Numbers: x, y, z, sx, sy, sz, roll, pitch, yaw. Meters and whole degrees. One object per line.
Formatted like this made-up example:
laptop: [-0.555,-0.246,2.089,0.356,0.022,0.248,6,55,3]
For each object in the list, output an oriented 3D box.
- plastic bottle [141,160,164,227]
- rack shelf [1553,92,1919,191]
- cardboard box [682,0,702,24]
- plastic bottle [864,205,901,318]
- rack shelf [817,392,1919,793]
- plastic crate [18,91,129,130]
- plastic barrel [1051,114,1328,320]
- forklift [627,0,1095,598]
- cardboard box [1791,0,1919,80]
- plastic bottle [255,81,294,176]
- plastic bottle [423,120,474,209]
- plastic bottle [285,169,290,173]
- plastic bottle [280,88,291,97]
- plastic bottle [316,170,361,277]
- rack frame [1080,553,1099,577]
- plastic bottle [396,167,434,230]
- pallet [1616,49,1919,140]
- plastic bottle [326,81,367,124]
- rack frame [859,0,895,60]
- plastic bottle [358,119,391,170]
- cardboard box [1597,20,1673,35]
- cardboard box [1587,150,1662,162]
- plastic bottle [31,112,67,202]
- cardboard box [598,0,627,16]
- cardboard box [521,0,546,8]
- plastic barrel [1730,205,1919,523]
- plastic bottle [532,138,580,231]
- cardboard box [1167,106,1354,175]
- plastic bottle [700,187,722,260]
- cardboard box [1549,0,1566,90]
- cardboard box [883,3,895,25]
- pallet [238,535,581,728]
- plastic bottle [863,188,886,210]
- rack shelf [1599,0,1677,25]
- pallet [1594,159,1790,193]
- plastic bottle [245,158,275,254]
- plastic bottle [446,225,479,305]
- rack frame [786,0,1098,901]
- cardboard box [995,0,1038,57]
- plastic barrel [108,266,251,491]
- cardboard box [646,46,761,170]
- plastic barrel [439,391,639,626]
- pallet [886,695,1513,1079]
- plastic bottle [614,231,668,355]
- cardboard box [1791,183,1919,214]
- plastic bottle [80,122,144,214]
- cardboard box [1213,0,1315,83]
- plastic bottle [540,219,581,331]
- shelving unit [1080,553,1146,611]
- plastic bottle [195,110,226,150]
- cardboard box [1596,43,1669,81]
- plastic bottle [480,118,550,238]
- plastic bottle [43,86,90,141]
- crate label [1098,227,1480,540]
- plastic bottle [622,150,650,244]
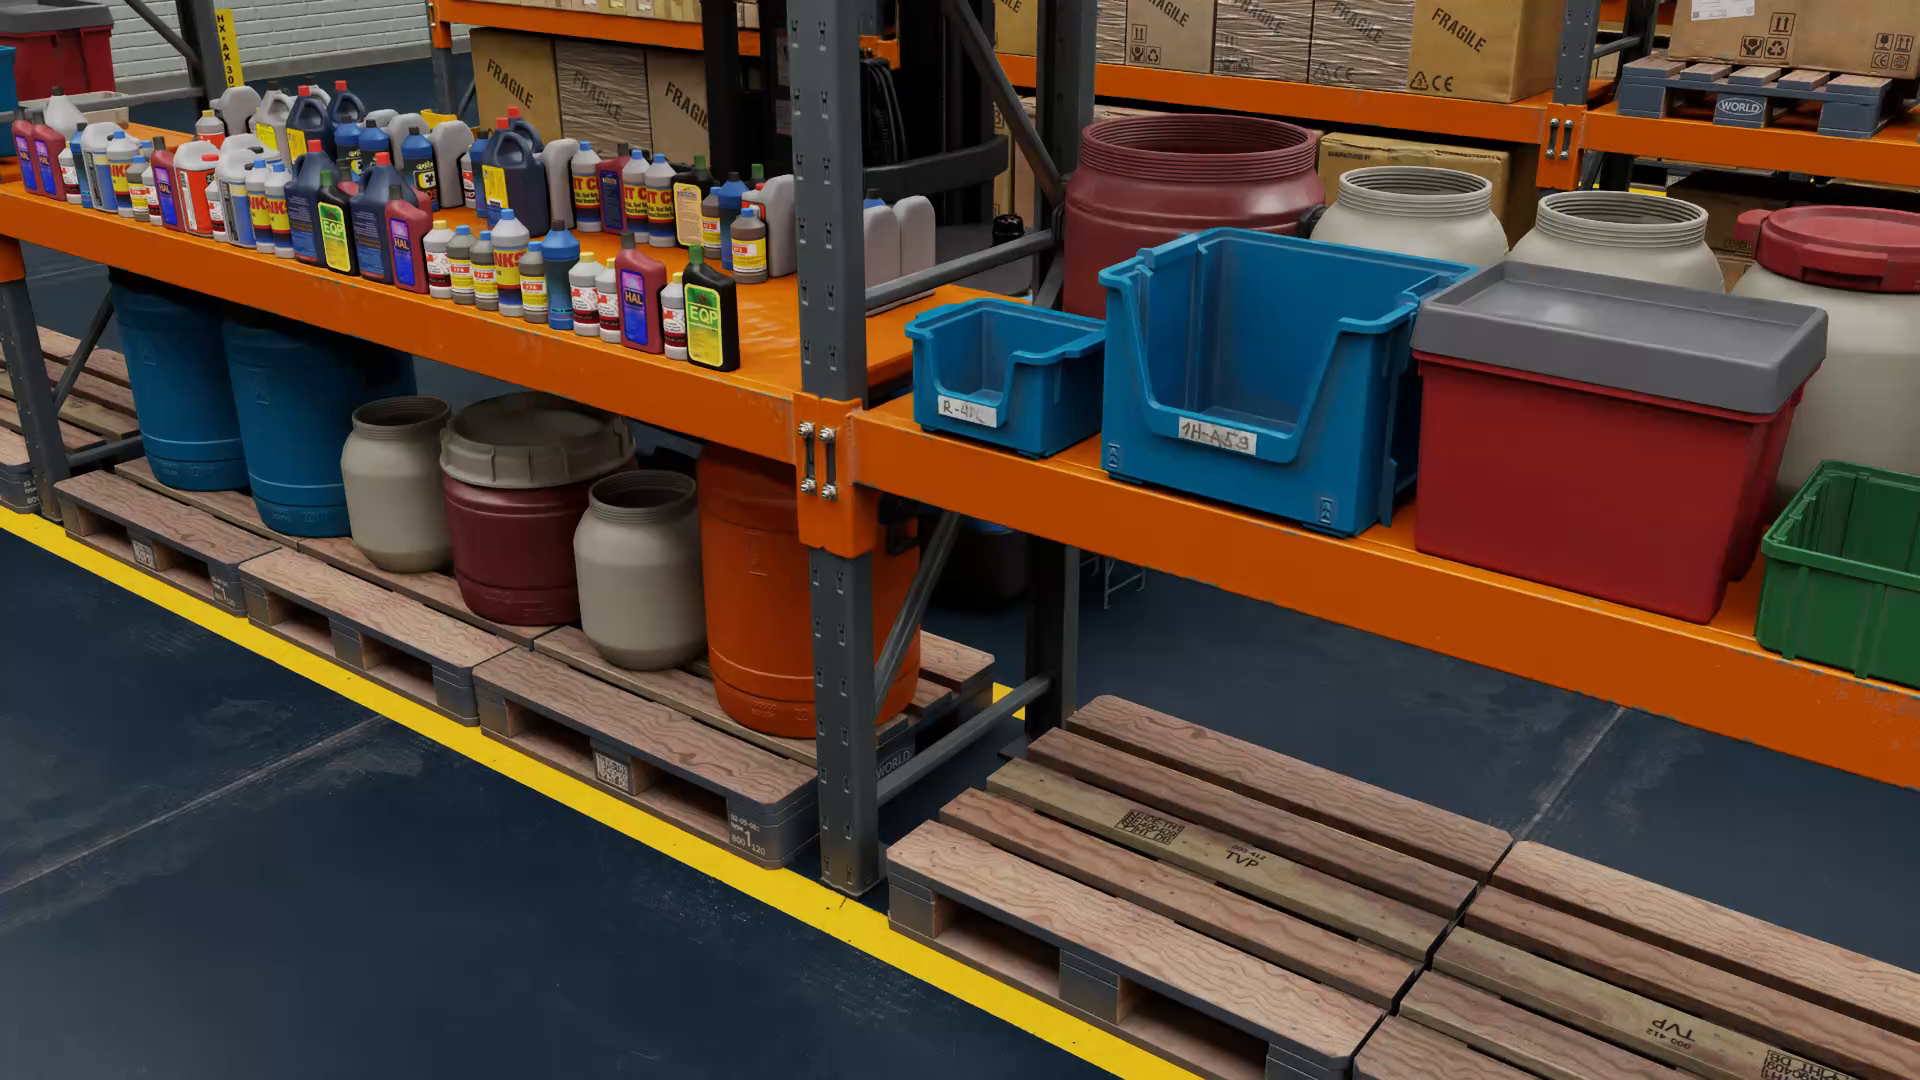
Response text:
plastic bottle: [-2.542,-1.109,5.292,0.097,0.201,0.097,0,24,0]
rack shelf: [4.563,-1.425,6.655,4.000,0.370,1.077,17,29,33]
cardboard box: [-1.502,-3.307,10.346,0.250,0.149,0.380,17,29,34]
plastic bottle: [-0.251,-0.743,4.369,0.135,0.276,0.152,17,29,33]
rack shelf: [1.593,0.173,3.028,4.000,0.370,1.077,17,29,33]
plastic crate: [-3.495,-1.672,6.578,0.243,0.136,0.396,17,29,33]
plastic barrel: [0.545,-0.687,3.921,0.708,0.536,0.600,17,29,33]
forklift: [-0.671,-1.621,6.294,3.031,2.935,1.130,20,30,37]
cardboard box: [3.926,-2.255,7.003,0.700,0.500,0.500,-22,32,-40]
plastic bottle: [-2.363,-1.421,5.816,0.185,0.351,0.144,17,29,33]
plastic bottle: [-1.710,-1.260,5.543,0.135,0.276,0.152,17,29,33]
plastic bottle: [-2.080,-1.046,5.150,0.097,0.201,0.097,0,24,0]
plastic bottle: [-2.487,-1.521,6.127,0.133,0.283,0.061,17,29,33]
plastic bottle: [-1.757,-0.900,4.716,0.133,0.283,0.061,17,29,33]
rack frame: [0.418,-0.260,5.725,0.006,0.900,0.240,20,30,37]
plastic bottle: [-1.563,-0.914,4.749,0.133,0.283,0.061,17,29,33]
pallet: [3.597,-2.012,7.334,1.003,0.211,1.213,17,29,33]
plastic bottle: [-2.129,-1.423,5.820,0.185,0.351,0.144,17,29,33]
rack frame: [-0.238,-3.205,9.803,0.127,3.000,1.000,17,29,33]
plastic bottle: [-1.956,-1.269,5.570,0.097,0.271,0.097,0,24,0]
cardboard box: [6.977,-5.282,16.632,0.875,0.875,0.875,18,29,35]
cardboard box: [4.922,-3.063,12.061,0.500,0.500,0.500,18,30,35]
plastic bottle: [-3.064,-1.295,5.613,0.133,0.283,0.061,17,29,33]
cardboard box: [-2.121,-3.493,10.770,0.250,0.149,0.380,16,28,32]
cardboard box: [-2.732,-3.679,11.190,0.250,0.149,0.380,16,29,33]
plastic barrel: [1.626,-0.319,3.084,0.433,0.535,0.433,0,24,0]
plastic bottle: [-1.270,-1.127,5.241,0.135,0.276,0.152,17,29,33]
cardboard box: [1.714,-1.849,8.841,0.875,0.875,1.225,17,29,33]
plastic bottle: [-0.713,-0.938,4.906,0.097,0.201,0.097,0,24,0]
cardboard box: [2.737,-2.489,8.054,0.500,0.500,0.500,18,29,35]
cardboard box: [-0.275,-3.269,10.260,0.250,0.149,0.380,17,29,33]
pallet: [-1.636,0.164,5.615,1.213,0.211,1.003,17,29,33]
plastic bottle: [-0.236,-0.826,4.565,0.097,0.271,0.097,0,24,0]
rack shelf: [4.418,-3.968,12.427,4.000,0.370,1.077,17,29,33]
pallet: [5.394,-2.727,12.177,1.213,0.211,1.003,17,29,33]
plastic bottle: [-2.064,-0.996,4.950,0.097,0.271,0.097,0,24,0]
plastic bottle: [-1.321,-0.740,4.455,0.097,0.201,0.097,0,24,0]
rack frame: [-0.008,-0.639,3.981,0.127,3.000,1.000,17,29,33]
cardboard box: [0.383,-2.937,9.072,0.500,0.500,0.500,17,29,33]
plastic barrel: [-2.783,-0.702,6.204,0.708,0.901,0.600,17,29,33]
cardboard box: [-1.438,-2.828,11.062,0.875,0.875,0.875,17,29,33]
plastic barrel: [-1.313,-0.114,5.258,0.708,0.588,0.600,17,29,33]
pallet: [0.589,0.836,4.090,1.213,0.211,1.003,17,29,33]
plastic bottle: [-0.772,-0.602,4.041,0.133,0.283,0.061,17,29,33]
cardboard box: [3.947,-1.361,7.243,0.500,0.250,0.500,21,31,39]
plastic bottle: [-2.774,-1.227,5.468,0.135,0.276,0.152,17,29,33]
cardboard box: [1.606,-2.570,8.238,0.500,0.500,0.500,16,28,32]
plastic bottle: [-1.009,-0.677,4.227,0.097,0.271,0.097,0,24,0]
shelving unit: [0.494,-0.233,5.663,0.210,0.900,0.258,20,30,37]
plastic bottle: [-2.759,-1.480,6.135,0.097,0.201,0.097,0,24,0]
cardboard box: [4.903,-3.404,11.905,0.500,0.250,0.500,17,29,34]
plastic bottle: [-1.379,-1.119,5.132,0.185,0.351,0.144,17,29,33]
plastic bottle: [-3.089,-1.385,5.734,0.185,0.351,0.144,17,29,33]
crate label: [0.625,-0.328,3.231,0.616,0.435,0.502,17,29,33]
plastic bottle: [-0.976,-1.050,5.072,0.097,0.271,0.097,0,24,0]
